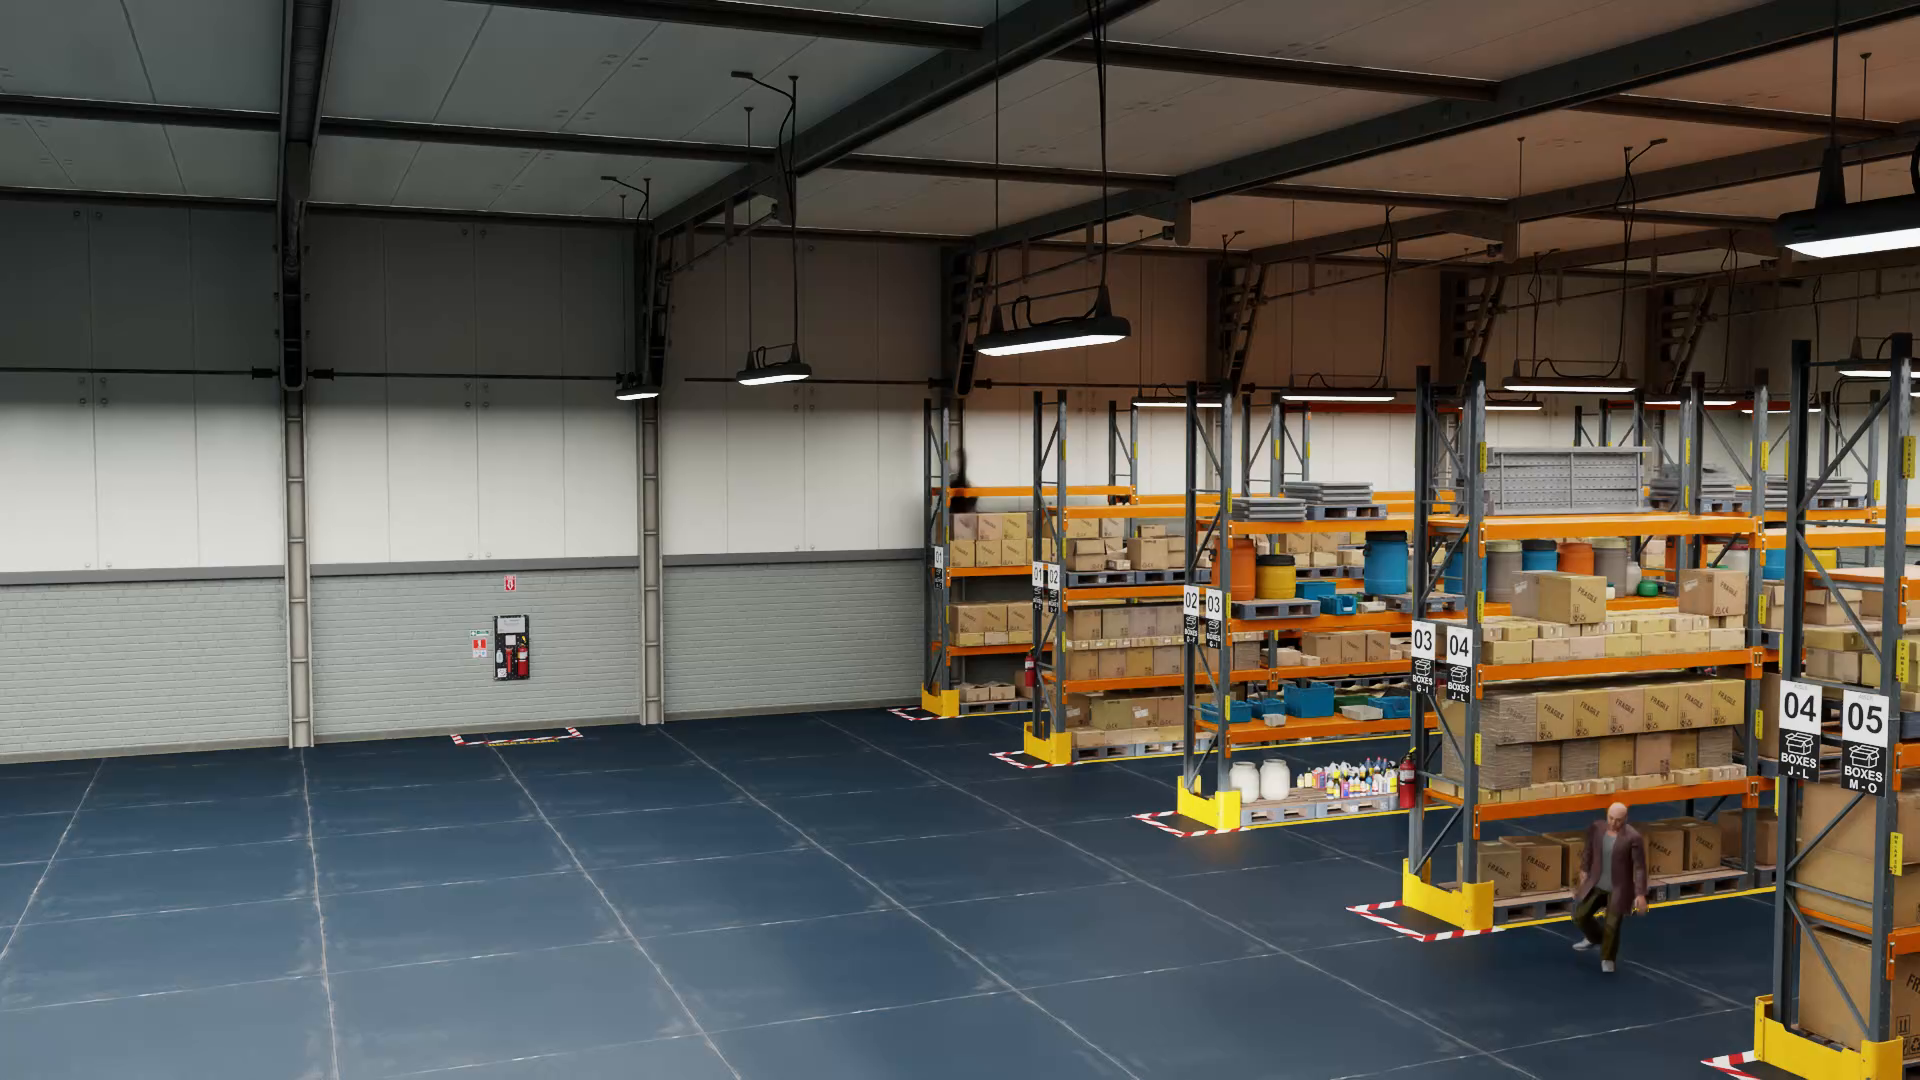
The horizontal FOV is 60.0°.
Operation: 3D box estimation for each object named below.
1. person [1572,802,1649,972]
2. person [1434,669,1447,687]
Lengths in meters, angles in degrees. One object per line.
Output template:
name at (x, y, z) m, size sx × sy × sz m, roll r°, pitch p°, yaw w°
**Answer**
person at (6.358, 3.345, 16.213) m, size 0.839 × 1.700 × 0.649 m, roll 3°, pitch 5°, yaw 42°
person at (9.358, 2.461, 32.350) m, size 0.730 × 1.697 × 0.589 m, roll -2°, pitch 4°, yaw -25°
